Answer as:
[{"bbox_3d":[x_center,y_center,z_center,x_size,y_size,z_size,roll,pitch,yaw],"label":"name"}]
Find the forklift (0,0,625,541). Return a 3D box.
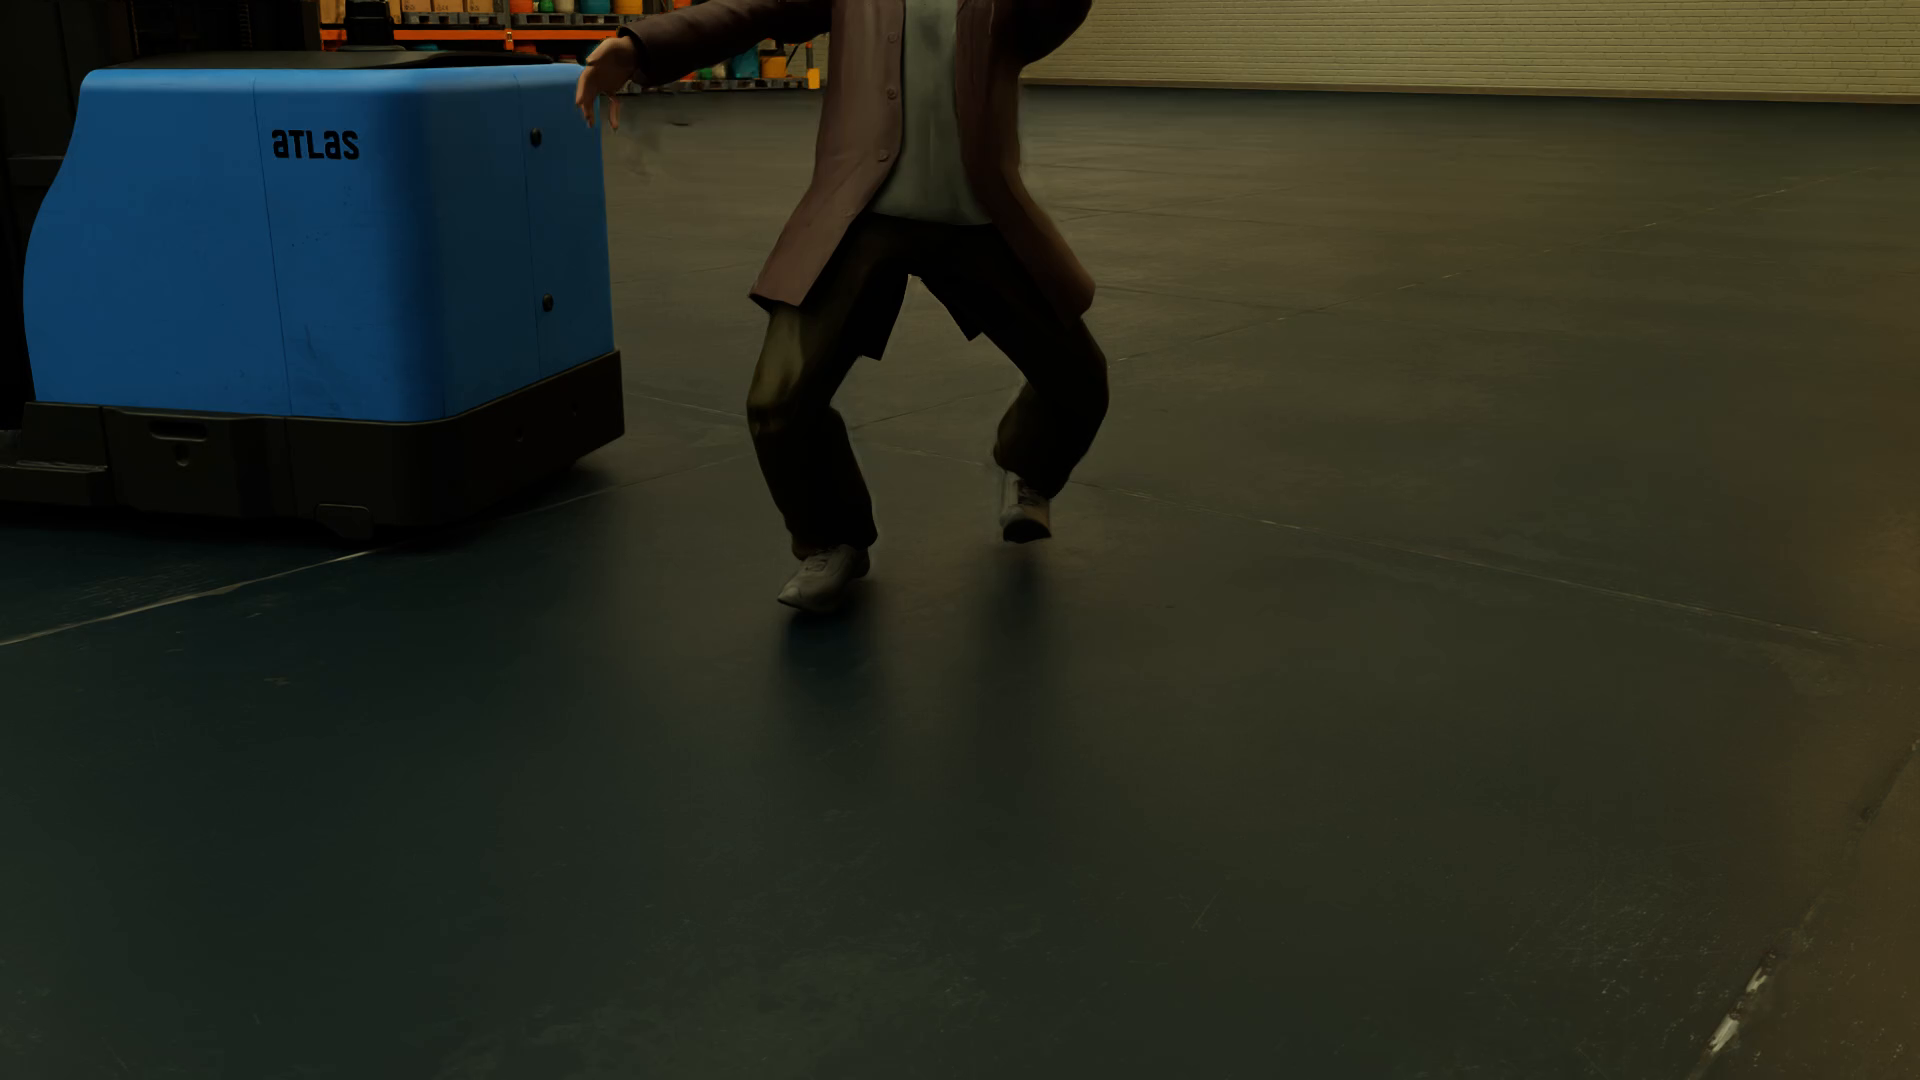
[{"bbox_3d":[-2.517,-1.610,4.198,3.031,2.935,1.130,4,17,13],"label":"forklift"}]

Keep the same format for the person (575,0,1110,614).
[{"bbox_3d":[-0.210,-0.615,3.315,1.065,1.523,0.835,-4,17,-14],"label":"person"}]
